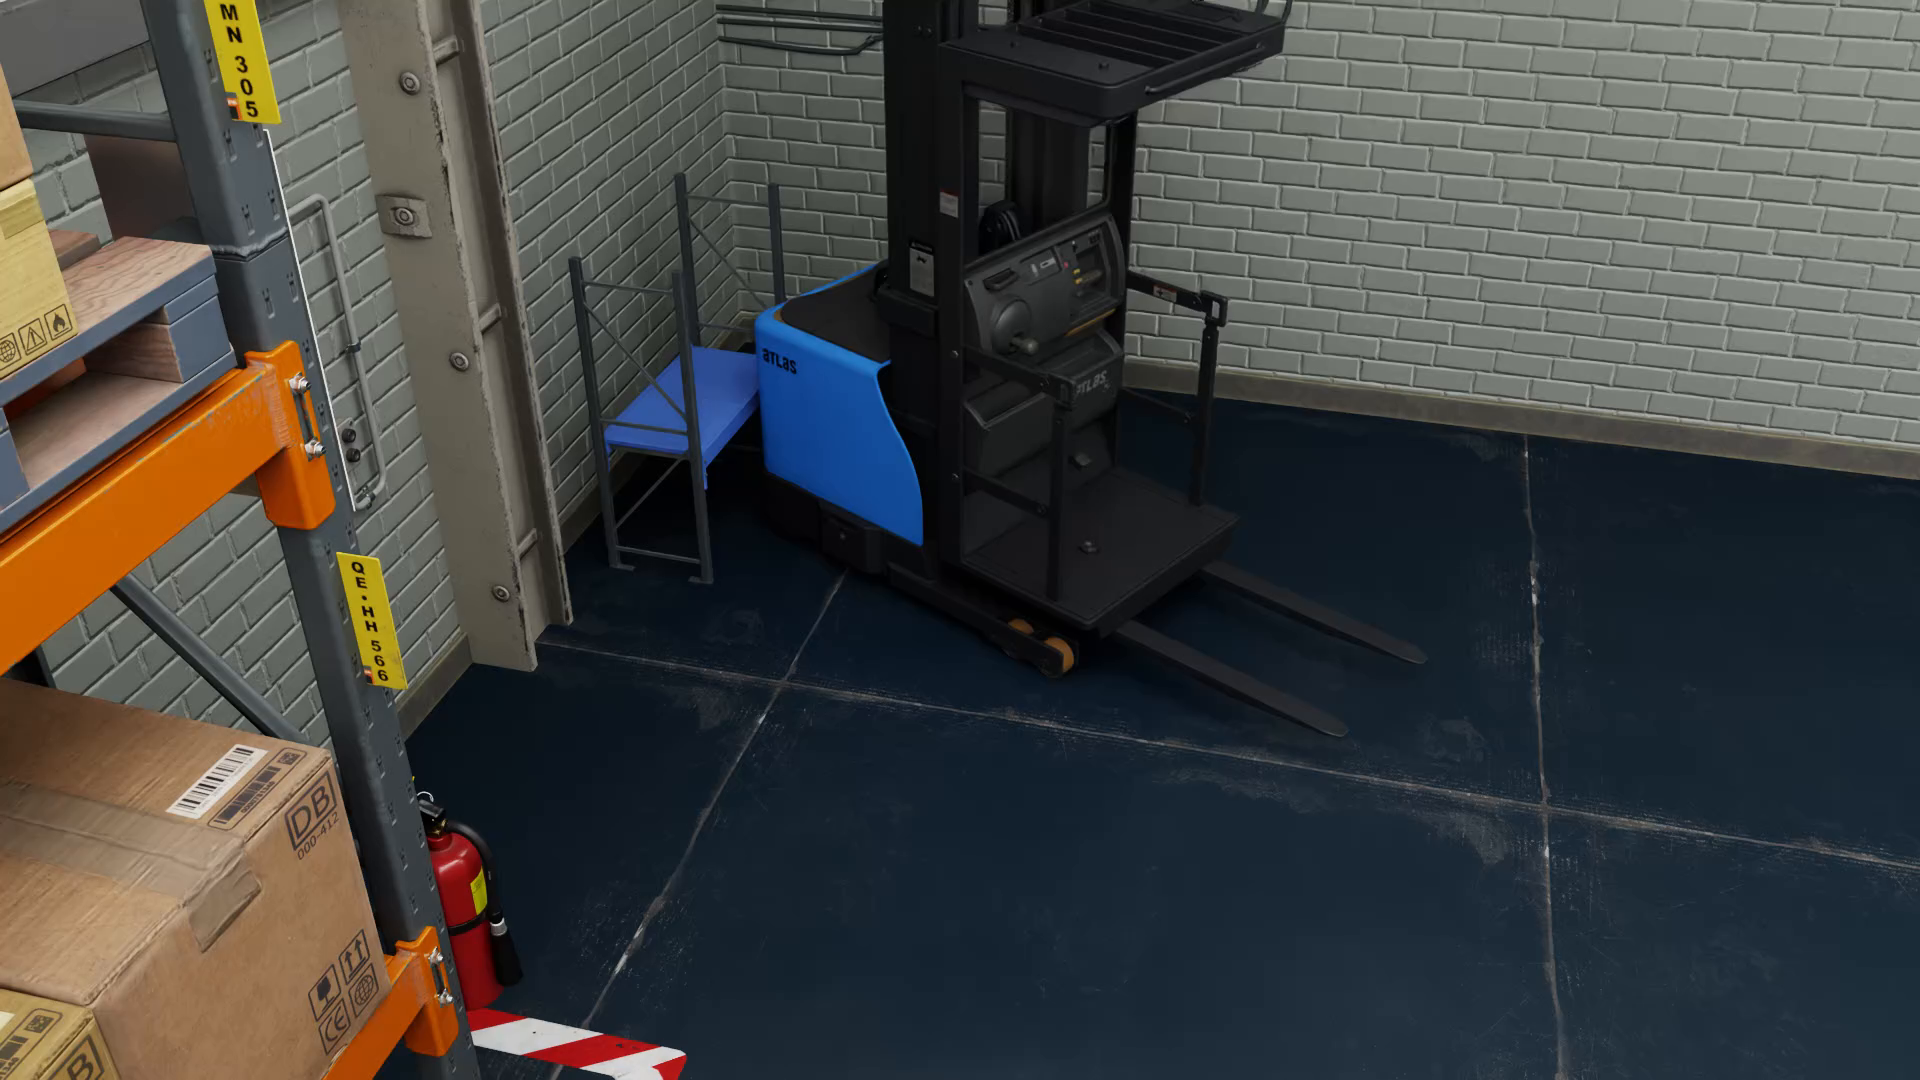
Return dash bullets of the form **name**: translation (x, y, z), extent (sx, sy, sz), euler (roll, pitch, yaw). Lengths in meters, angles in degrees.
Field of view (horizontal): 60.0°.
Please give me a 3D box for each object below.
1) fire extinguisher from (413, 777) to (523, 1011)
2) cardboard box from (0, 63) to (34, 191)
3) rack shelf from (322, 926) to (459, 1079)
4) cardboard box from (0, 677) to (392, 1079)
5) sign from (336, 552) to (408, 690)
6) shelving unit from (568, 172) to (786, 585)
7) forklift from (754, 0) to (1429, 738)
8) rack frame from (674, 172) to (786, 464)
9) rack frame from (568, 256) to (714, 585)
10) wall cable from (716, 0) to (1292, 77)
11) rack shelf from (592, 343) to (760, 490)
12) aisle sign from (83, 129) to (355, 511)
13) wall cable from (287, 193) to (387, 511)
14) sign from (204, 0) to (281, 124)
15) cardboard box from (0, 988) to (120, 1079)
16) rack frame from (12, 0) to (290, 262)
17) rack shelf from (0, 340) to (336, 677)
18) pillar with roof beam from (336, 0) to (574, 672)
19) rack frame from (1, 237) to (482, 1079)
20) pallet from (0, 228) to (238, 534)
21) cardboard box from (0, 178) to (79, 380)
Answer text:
- **fire extinguisher**: translation (-1.236, 0.850, 4.036), extent (0.296, 0.674, 0.183), euler (8, 33, 12)
- **cardboard box**: translation (-1.643, -0.646, 2.130), extent (0.500, 0.500, 0.500), euler (8, 33, 12)
- **rack shelf**: translation (-2.228, 2.017, 2.451), extent (1.077, 0.370, 4.000), euler (8, 33, 12)
- **cardboard box**: translation (-1.841, 0.815, 3.392), extent (0.980, 0.700, 0.700), euler (10, 34, 15)
- **sign**: translation (-1.199, 0.168, 3.389), extent (0.100, 0.325, 0.005), euler (8, 33, 12)
- **shelving unit**: translation (-1.203, -0.740, 7.516), extent (0.538, 1.500, 1.048), euler (9, 34, 14)
- **forklift**: translation (0.511, -0.989, 6.573), extent (3.031, 2.935, 1.130), euler (26, 40, 34)
- **rack frame**: translation (-1.059, -1.001, 7.927), extent (0.500, 1.500, 0.032), euler (9, 34, 14)
- **rack frame**: translation (-1.348, -0.478, 7.104), extent (0.500, 1.500, 0.032), euler (9, 34, 14)
- **wall cable**: translation (0.060, -3.432, 7.655), extent (3.097, 2.526, 0.112), euler (8, 33, 12)
- **rack shelf**: translation (-1.203, -0.588, 7.612), extent (0.538, 0.185, 1.000), euler (9, 34, 14)
- **aisle sign**: translation (-1.412, -0.418, 3.188), extent (0.394, 0.787, 0.004), euler (8, 33, 12)
- **wall cable**: translation (-2.311, -0.546, 4.866), extent (0.084, 1.984, 1.851), euler (8, 33, 12)
- **sign**: translation (-1.199, -0.849, 2.742), extent (0.100, 0.325, 0.005), euler (8, 33, 12)
- **cardboard box**: translation (-2.014, 1.194, 2.796), extent (0.980, 0.700, 0.700), euler (8, 33, 12)
- **rack frame**: translation (-1.721, -1.856, 2.281), extent (1.000, 3.000, 0.127), euler (8, 33, 12)
- **rack shelf**: translation (-2.228, 0.752, 1.647), extent (1.077, 0.370, 4.000), euler (8, 33, 12)
- **pillar with roof beam**: translation (2.292, -2.789, 3.749), extent (9.100, 9.000, 0.400), euler (8, 33, 12)
- **rack frame**: translation (-1.721, 0.676, 3.891), extent (1.000, 3.000, 0.127), euler (8, 33, 12)
- **pallet**: translation (-1.899, -0.166, 2.502), extent (1.003, 0.211, 1.213), euler (8, 33, 12)
- **cardboard box**: translation (-1.650, -0.330, 2.332), extent (0.500, 0.250, 0.500), euler (9, 34, 14)
